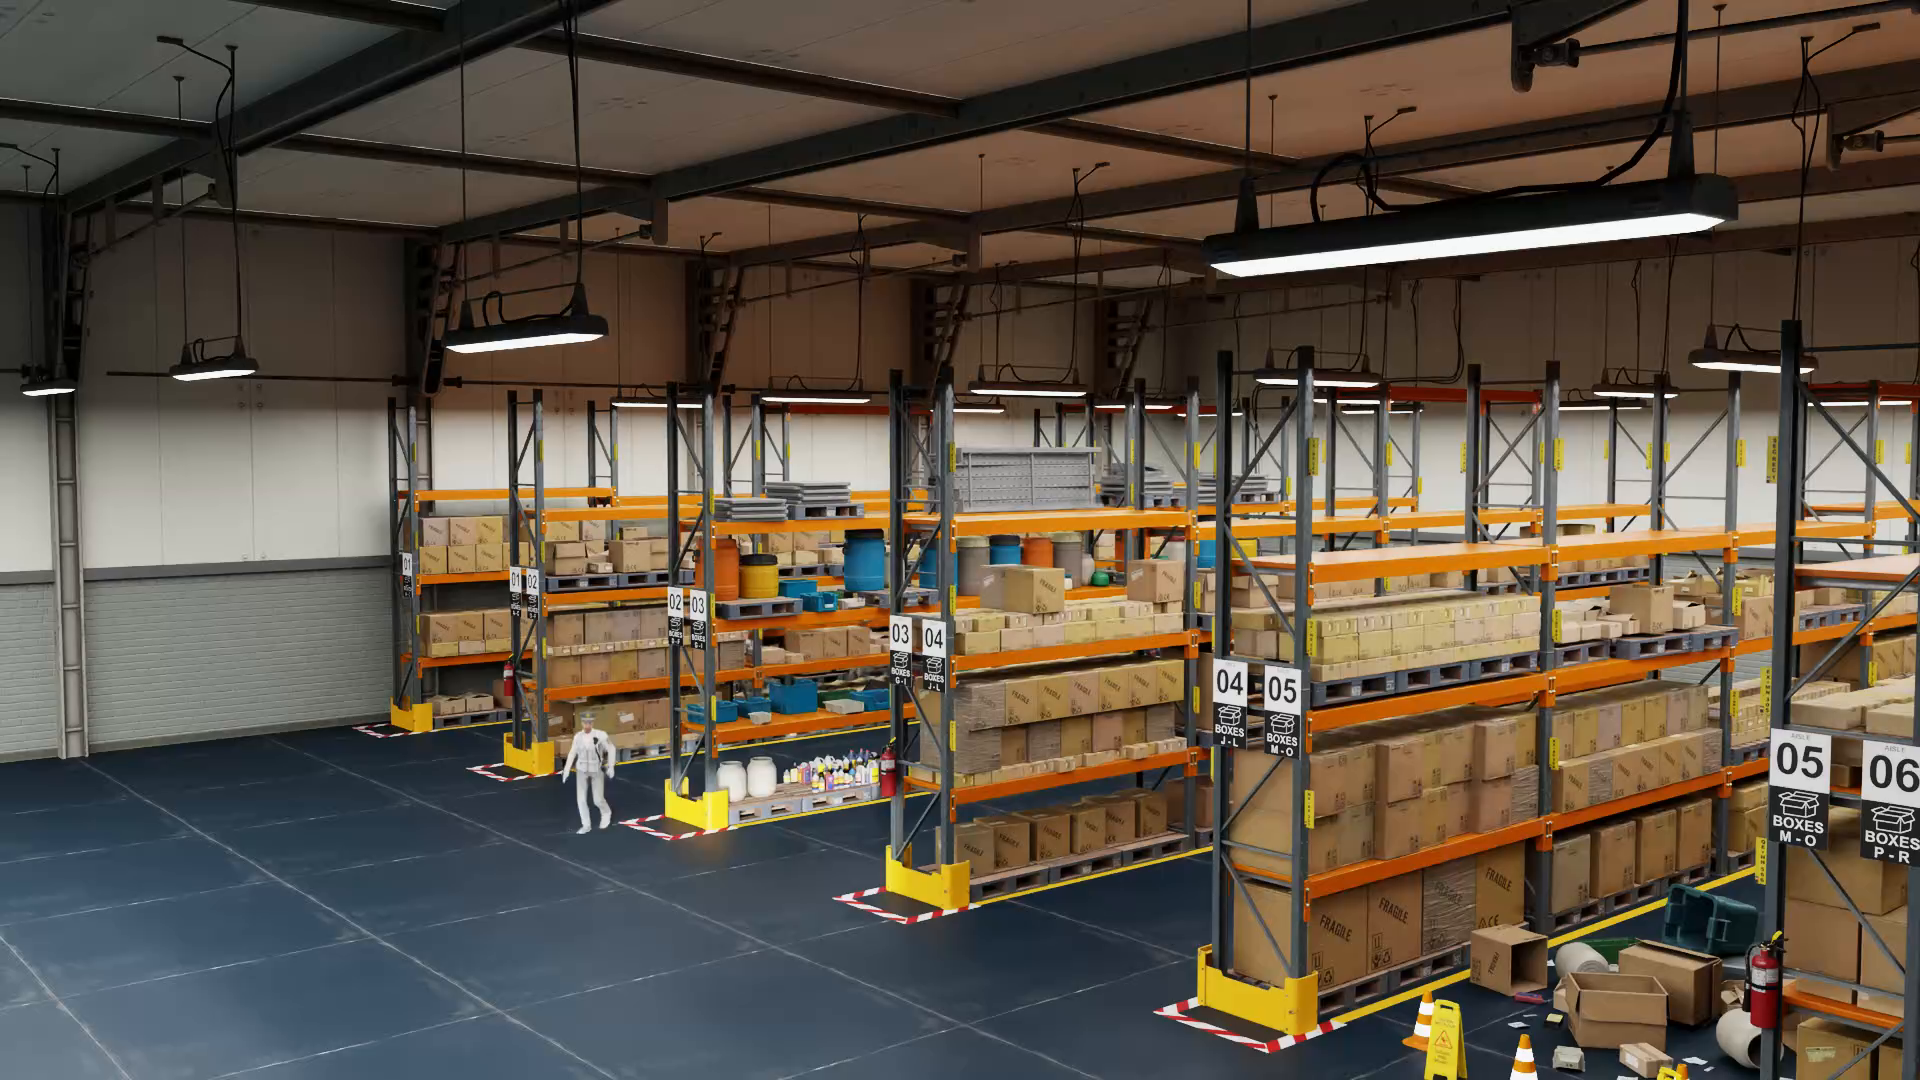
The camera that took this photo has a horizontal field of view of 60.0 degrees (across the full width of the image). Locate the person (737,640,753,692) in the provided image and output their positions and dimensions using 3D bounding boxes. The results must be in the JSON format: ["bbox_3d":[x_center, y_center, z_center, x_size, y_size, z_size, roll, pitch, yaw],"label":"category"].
[{"bbox_3d":[-4.152,2.505,32.163,0.694,1.571,0.890,2,4,26],"label":"person"}]

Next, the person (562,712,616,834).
[{"bbox_3d":[-4.895,3.069,22.042,0.624,1.625,0.580,0,3,4],"label":"person"}]

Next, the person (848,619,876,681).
[{"bbox_3d":[-1.935,2.361,33.228,0.778,1.759,0.681,-3,4,-40],"label":"person"}]
